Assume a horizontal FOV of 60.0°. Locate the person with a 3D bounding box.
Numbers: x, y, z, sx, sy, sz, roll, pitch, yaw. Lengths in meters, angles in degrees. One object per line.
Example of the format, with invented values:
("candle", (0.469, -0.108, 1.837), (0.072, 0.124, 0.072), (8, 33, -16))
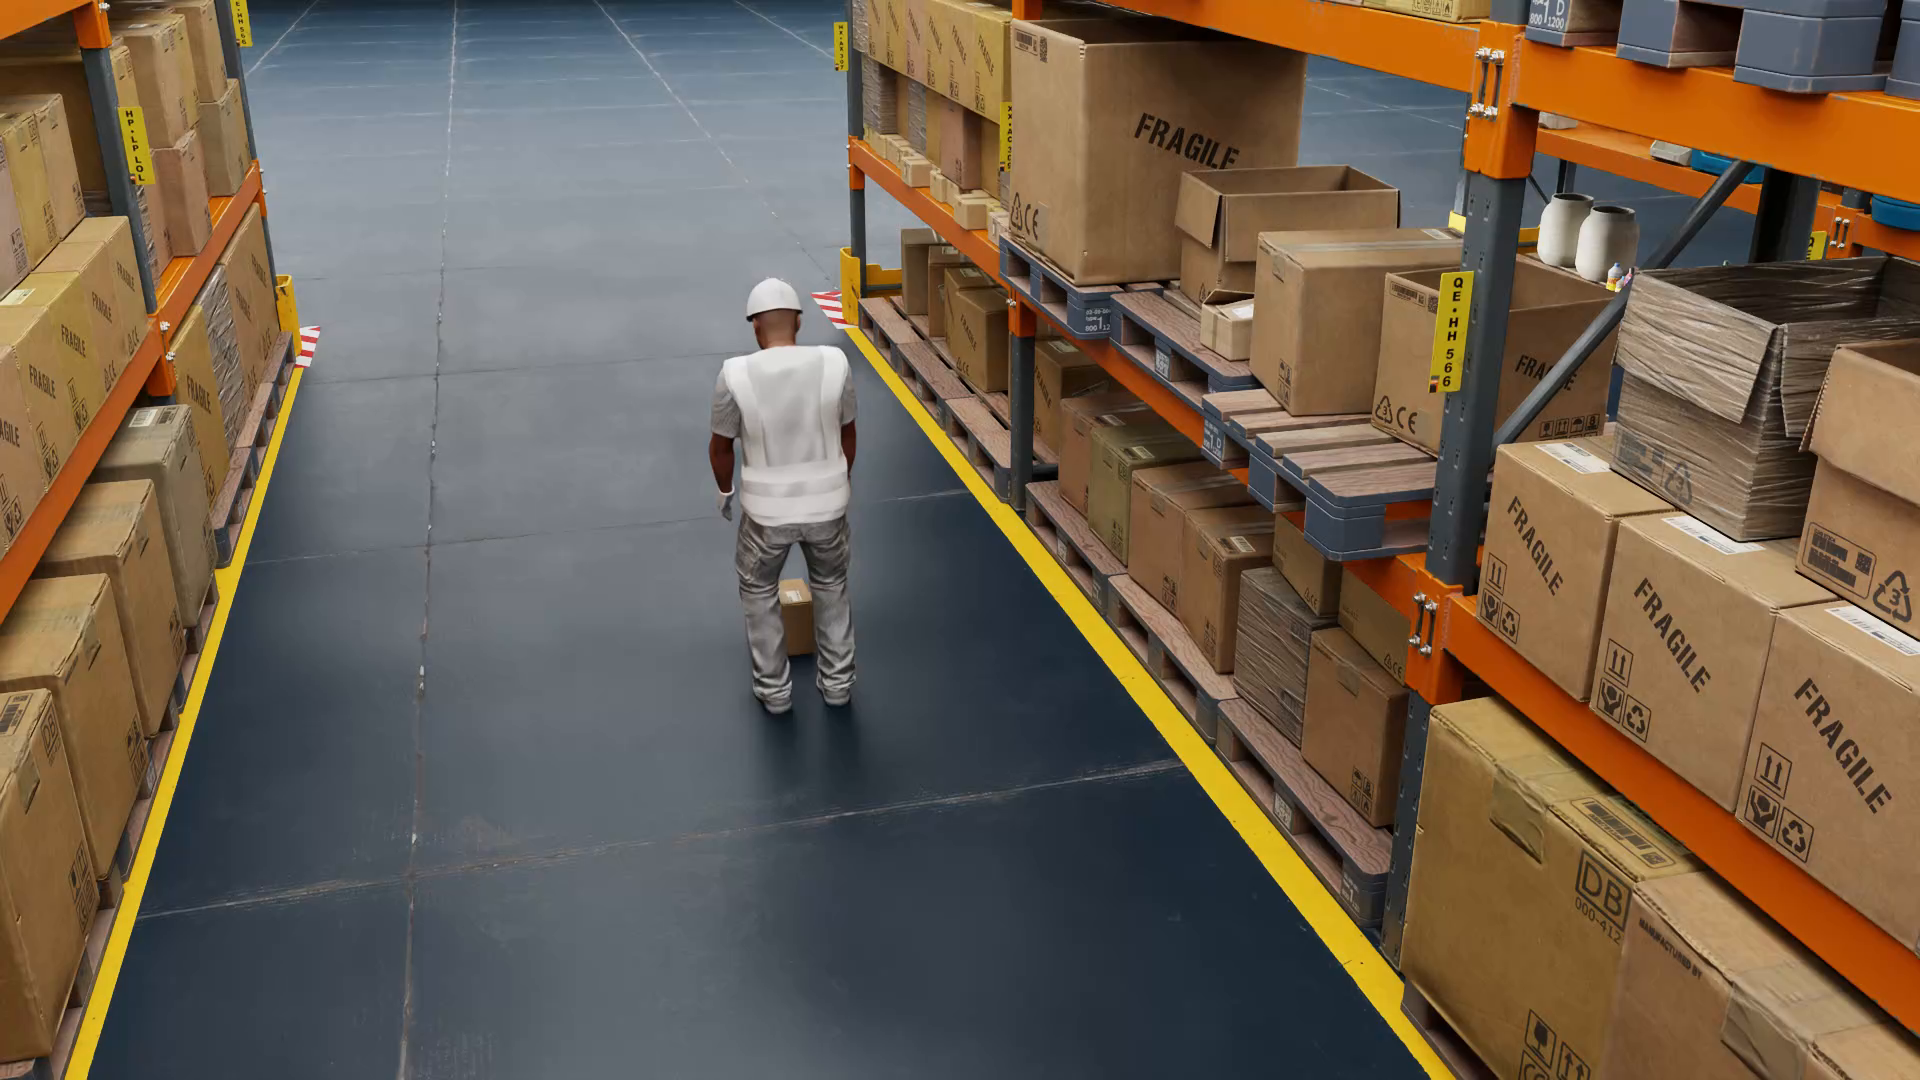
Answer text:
("person", (-0.688, -0.131, 6.539), (0.591, 1.663, 0.561), (-6, 23, -13))
